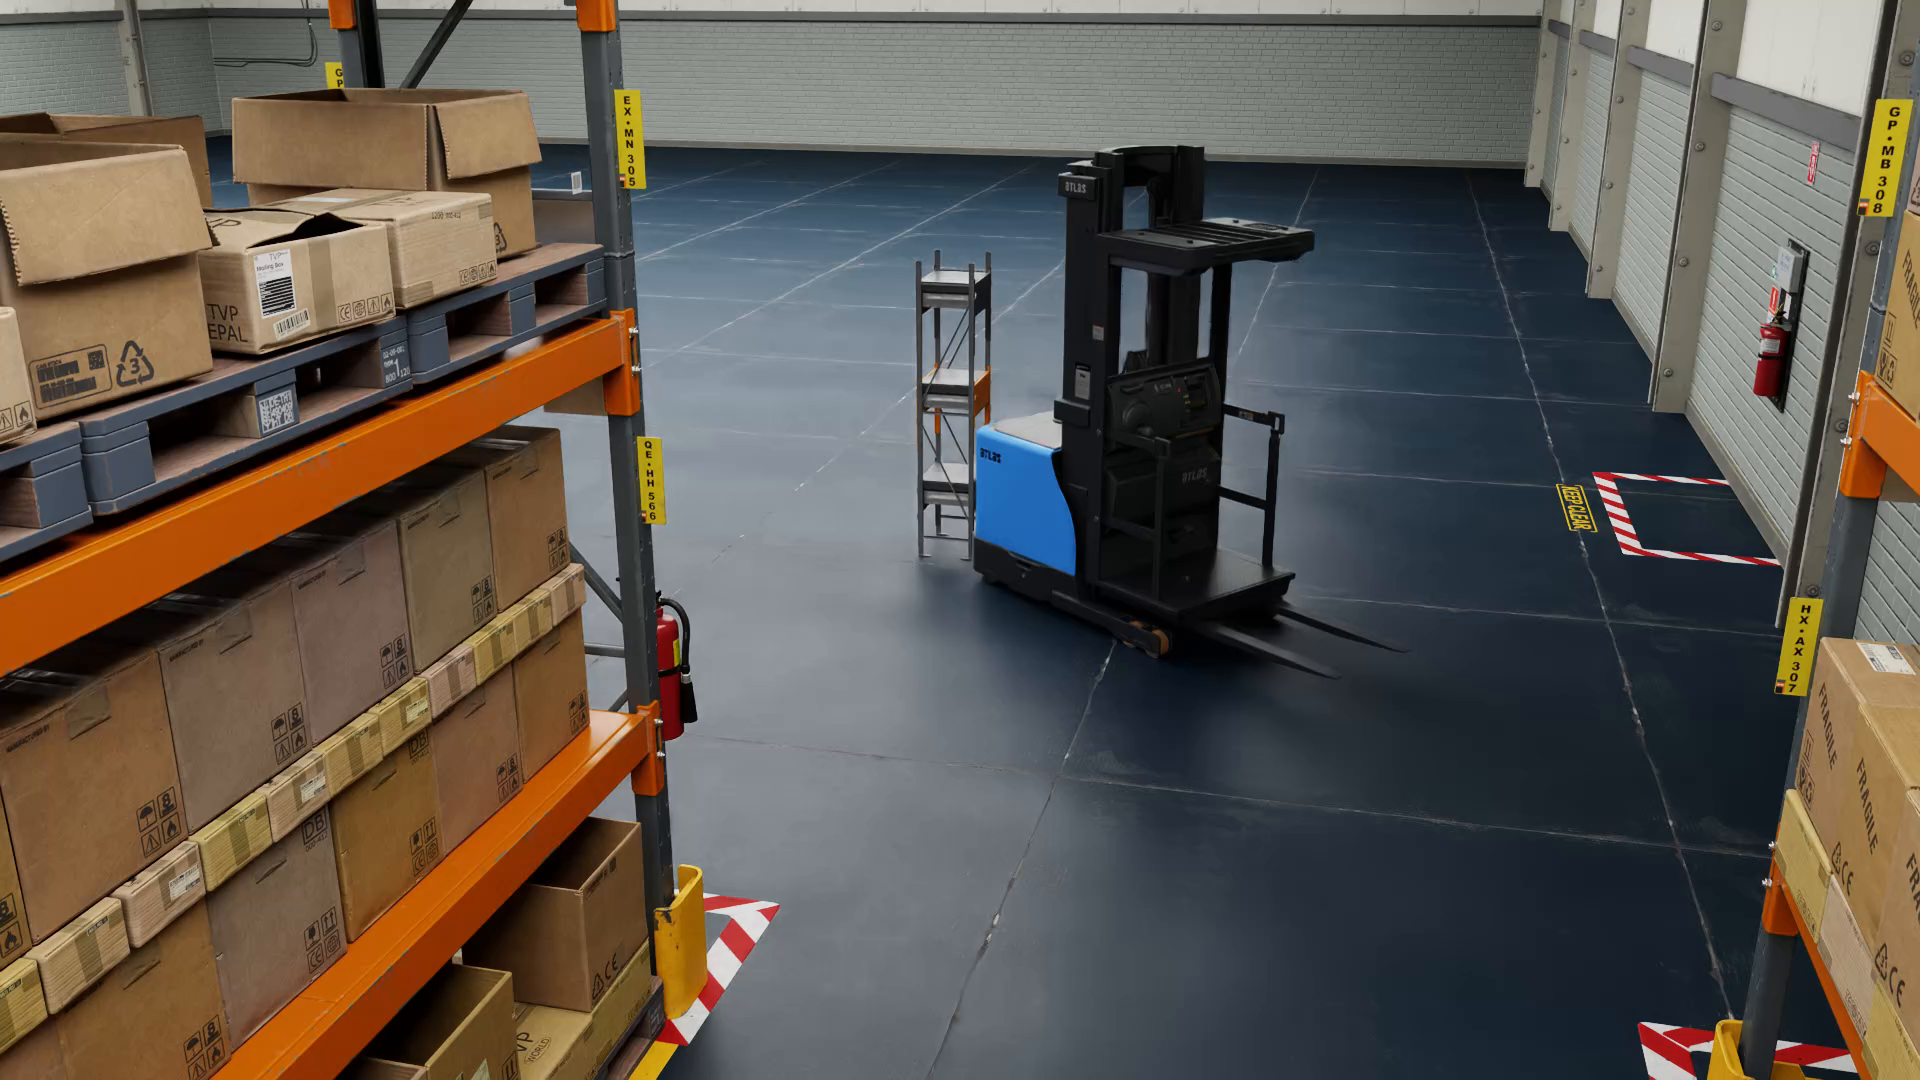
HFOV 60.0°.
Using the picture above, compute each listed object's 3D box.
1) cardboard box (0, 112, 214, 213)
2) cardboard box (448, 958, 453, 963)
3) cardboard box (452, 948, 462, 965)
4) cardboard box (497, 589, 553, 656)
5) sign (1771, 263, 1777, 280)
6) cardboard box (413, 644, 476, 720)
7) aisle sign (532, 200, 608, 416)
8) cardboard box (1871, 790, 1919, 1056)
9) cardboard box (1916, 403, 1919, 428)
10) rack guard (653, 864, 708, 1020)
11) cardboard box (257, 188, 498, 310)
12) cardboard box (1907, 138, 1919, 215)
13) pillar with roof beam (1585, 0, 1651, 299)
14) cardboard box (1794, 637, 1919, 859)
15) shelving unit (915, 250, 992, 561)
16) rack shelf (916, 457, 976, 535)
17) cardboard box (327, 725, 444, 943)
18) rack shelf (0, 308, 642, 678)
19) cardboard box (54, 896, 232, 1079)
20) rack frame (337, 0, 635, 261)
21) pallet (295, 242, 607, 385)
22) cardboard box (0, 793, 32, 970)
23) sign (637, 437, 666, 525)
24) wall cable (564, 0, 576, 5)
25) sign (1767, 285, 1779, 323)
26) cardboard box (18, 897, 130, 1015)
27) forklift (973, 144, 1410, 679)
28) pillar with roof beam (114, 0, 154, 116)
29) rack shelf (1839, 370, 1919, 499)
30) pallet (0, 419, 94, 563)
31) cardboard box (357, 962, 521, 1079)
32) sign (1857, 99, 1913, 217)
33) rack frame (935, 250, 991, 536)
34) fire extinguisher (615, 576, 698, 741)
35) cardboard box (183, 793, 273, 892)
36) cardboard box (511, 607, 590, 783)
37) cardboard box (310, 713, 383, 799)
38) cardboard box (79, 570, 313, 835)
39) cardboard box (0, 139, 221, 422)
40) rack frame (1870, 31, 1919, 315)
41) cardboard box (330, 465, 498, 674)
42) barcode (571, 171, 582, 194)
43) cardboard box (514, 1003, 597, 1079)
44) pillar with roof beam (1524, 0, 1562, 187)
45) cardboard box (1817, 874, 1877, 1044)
[{"bbox_3d":[-2.312,-0.834,4.326,0.500,0.500,0.500,5,19,13],"label":"cardboard box"},{"bbox_3d":[-2.108,1.454,5.734,0.500,0.500,0.500,5,19,13],"label":"cardboard box"},{"bbox_3d":[-1.988,1.652,6.314,0.500,0.250,0.500,5,19,13],"label":"cardboard box"},{"bbox_3d":[-1.612,0.262,5.622,0.380,0.149,0.250,5,20,15],"label":"cardboard box"},{"bbox_3d":[6.163,-2.007,12.549,0.001,0.109,0.331,5,19,13],"label":"sign"},{"bbox_3d":[-1.738,0.421,5.157,0.380,0.149,0.250,5,19,14],"label":"cardboard box"},{"bbox_3d":[-1.340,-0.829,5.951,0.394,0.787,0.004,5,19,13],"label":"aisle sign"},{"bbox_3d":[2.493,0.937,3.844,0.500,0.500,0.500,4,19,12],"label":"cardboard box"},{"bbox_3d":[2.674,-0.437,3.999,0.500,0.500,0.500,6,20,17],"label":"cardboard box"},{"bbox_3d":[-1.635,1.574,6.805,1.175,0.500,0.348,5,19,13],"label":"rack guard"},{"bbox_3d":[-1.667,-0.833,4.710,0.500,0.250,0.500,5,19,13],"label":"cardboard box"},{"bbox_3d":[2.834,-1.059,4.273,0.500,0.500,0.500,3,19,9],"label":"cardboard box"},{"bbox_3d":[4.055,-7.744,20.937,9.100,9.000,0.400,5,19,13],"label":"pillar with roof beam"},{"bbox_3d":[2.755,0.622,4.768,0.500,0.500,0.500,5,19,13],"label":"cardboard box"},{"bbox_3d":[-0.040,-0.942,11.696,0.431,2.100,0.503,5,19,13],"label":"shelving unit"},{"bbox_3d":[-0.040,-0.266,11.927,0.431,0.518,0.480,5,19,13],"label":"rack shelf"},{"bbox_3d":[-2.018,0.817,5.000,0.700,0.500,0.500,5,19,14],"label":"cardboard box"},{"bbox_3d":[-2.130,-0.053,4.175,1.077,0.370,4.000,5,19,13],"label":"rack shelf"},{"bbox_3d":[-2.267,1.143,4.045,0.700,0.500,0.500,5,19,14],"label":"cardboard box"},{"bbox_3d":[-1.641,-2.440,5.409,1.000,3.000,0.127,5,19,13],"label":"rack frame"},{"bbox_3d":[-1.839,-0.759,5.265,1.003,0.211,1.213,5,19,13],"label":"pallet"},{"bbox_3d":[-2.394,0.694,3.355,0.700,0.500,0.500,5,19,13],"label":"cardboard box"},{"bbox_3d":[-1.118,-0.214,6.015,0.100,0.325,0.005,5,19,13],"label":"sign"},{"bbox_3d":[-8.180,-15.326,37.875,2.305,6.003,0.169,5,19,13],"label":"wall cable"},{"bbox_3d":[6.173,-1.757,12.637,0.001,0.329,0.234,5,19,13],"label":"sign"},{"bbox_3d":[-2.116,0.909,3.726,0.380,0.149,0.250,4,19,12],"label":"cardboard box"},{"bbox_3d":[1.405,-0.855,10.156,1.130,2.935,3.031,-15,24,-36],"label":"forklift"},{"bbox_3d":[-15.210,-13.313,37.242,9.100,9.000,0.400,5,19,13],"label":"pillar with roof beam"},{"bbox_3d":[2.675,0.337,3.033,1.077,0.370,4.000,5,19,13],"label":"rack shelf"},{"bbox_3d":[-2.435,0.006,3.026,1.003,0.211,1.213,5,19,13],"label":"pallet"},{"bbox_3d":[-1.714,1.653,5.152,0.500,0.500,0.500,5,19,13],"label":"cardboard box"},{"bbox_3d":[2.637,-1.087,4.736,0.100,0.325,0.005,5,19,13],"label":"sign"},{"bbox_3d":[0.019,-1.018,11.920,0.400,2.100,0.015,5,19,13],"label":"rack frame"},{"bbox_3d":[-1.162,0.435,6.392,0.296,0.674,0.183,5,19,13],"label":"fire extinguisher"},{"bbox_3d":[-1.990,0.744,4.211,0.380,0.149,0.250,4,19,13],"label":"cardboard box"},{"bbox_3d":[-1.767,0.497,5.937,0.700,0.500,0.500,5,19,13],"label":"cardboard box"},{"bbox_3d":[-1.865,0.586,4.674,0.380,0.149,0.250,5,20,15],"label":"cardboard box"},{"bbox_3d":[-2.148,0.380,4.272,0.700,0.500,0.500,5,19,13],"label":"cardboard box"},{"bbox_3d":[-2.094,-0.587,3.598,0.797,0.503,0.637,7,20,19],"label":"cardboard box"},{"bbox_3d":[3.164,-2.050,4.267,1.000,3.000,0.127,5,19,13],"label":"rack frame"},{"bbox_3d":[-1.904,0.065,5.195,0.700,0.500,0.500,4,19,12],"label":"cardboard box"},{"bbox_3d":[-1.247,-1.162,5.411,0.001,0.075,0.075,5,19,13],"label":"barcode"},{"bbox_3d":[-1.596,1.851,5.733,0.500,0.250,0.500,5,19,13],"label":"cardboard box"},{"bbox_3d":[6.987,-11.505,31.949,9.100,9.000,0.400,5,19,13],"label":"pillar with roof beam"},{"bbox_3d":[2.623,1.142,4.403,0.500,0.250,0.500,4,19,12],"label":"cardboard box"}]
